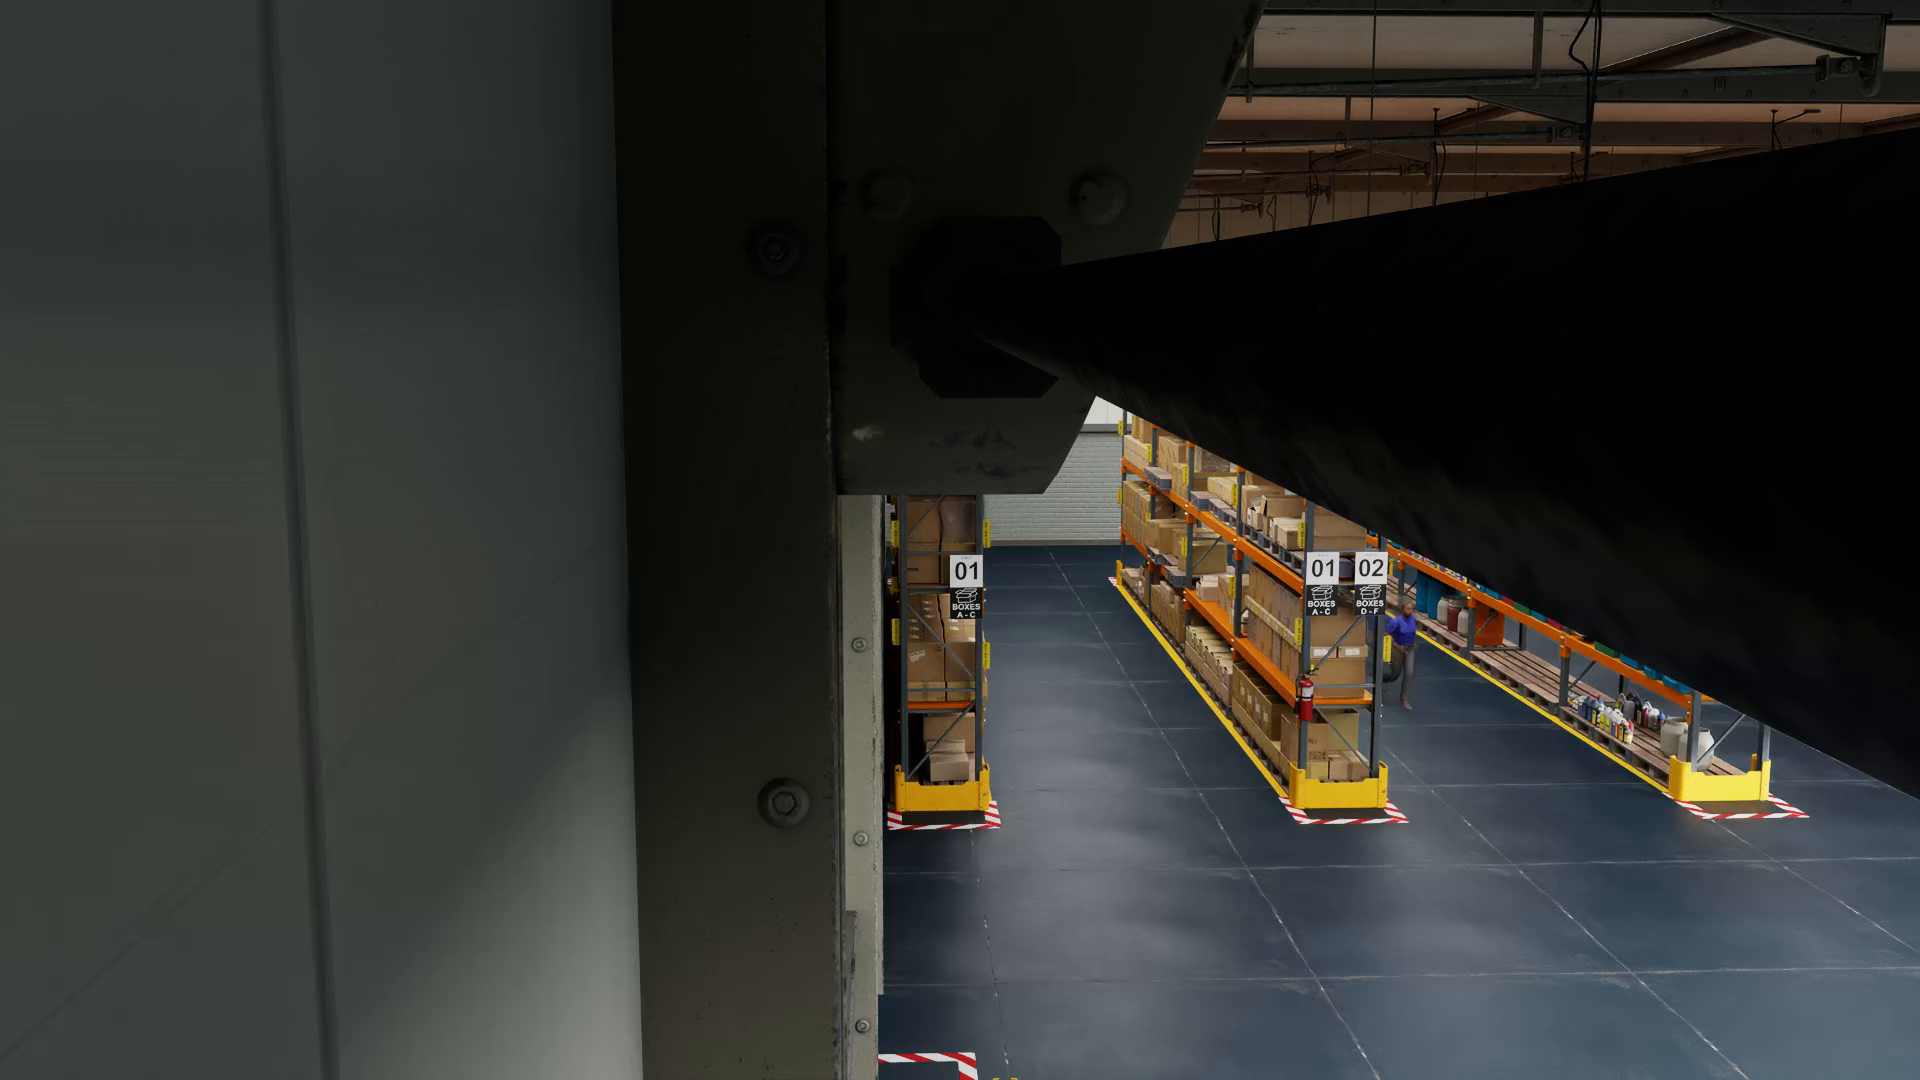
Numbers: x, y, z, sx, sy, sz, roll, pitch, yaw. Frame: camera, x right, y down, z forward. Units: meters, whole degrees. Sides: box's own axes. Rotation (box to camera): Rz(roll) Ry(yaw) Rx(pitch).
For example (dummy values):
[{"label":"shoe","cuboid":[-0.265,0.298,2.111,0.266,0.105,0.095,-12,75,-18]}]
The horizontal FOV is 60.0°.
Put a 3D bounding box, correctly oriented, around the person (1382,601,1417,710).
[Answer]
[{"label":"person","cuboid":[6.838,1.747,25.795,0.599,1.647,0.867,-3,9,-18]}]
